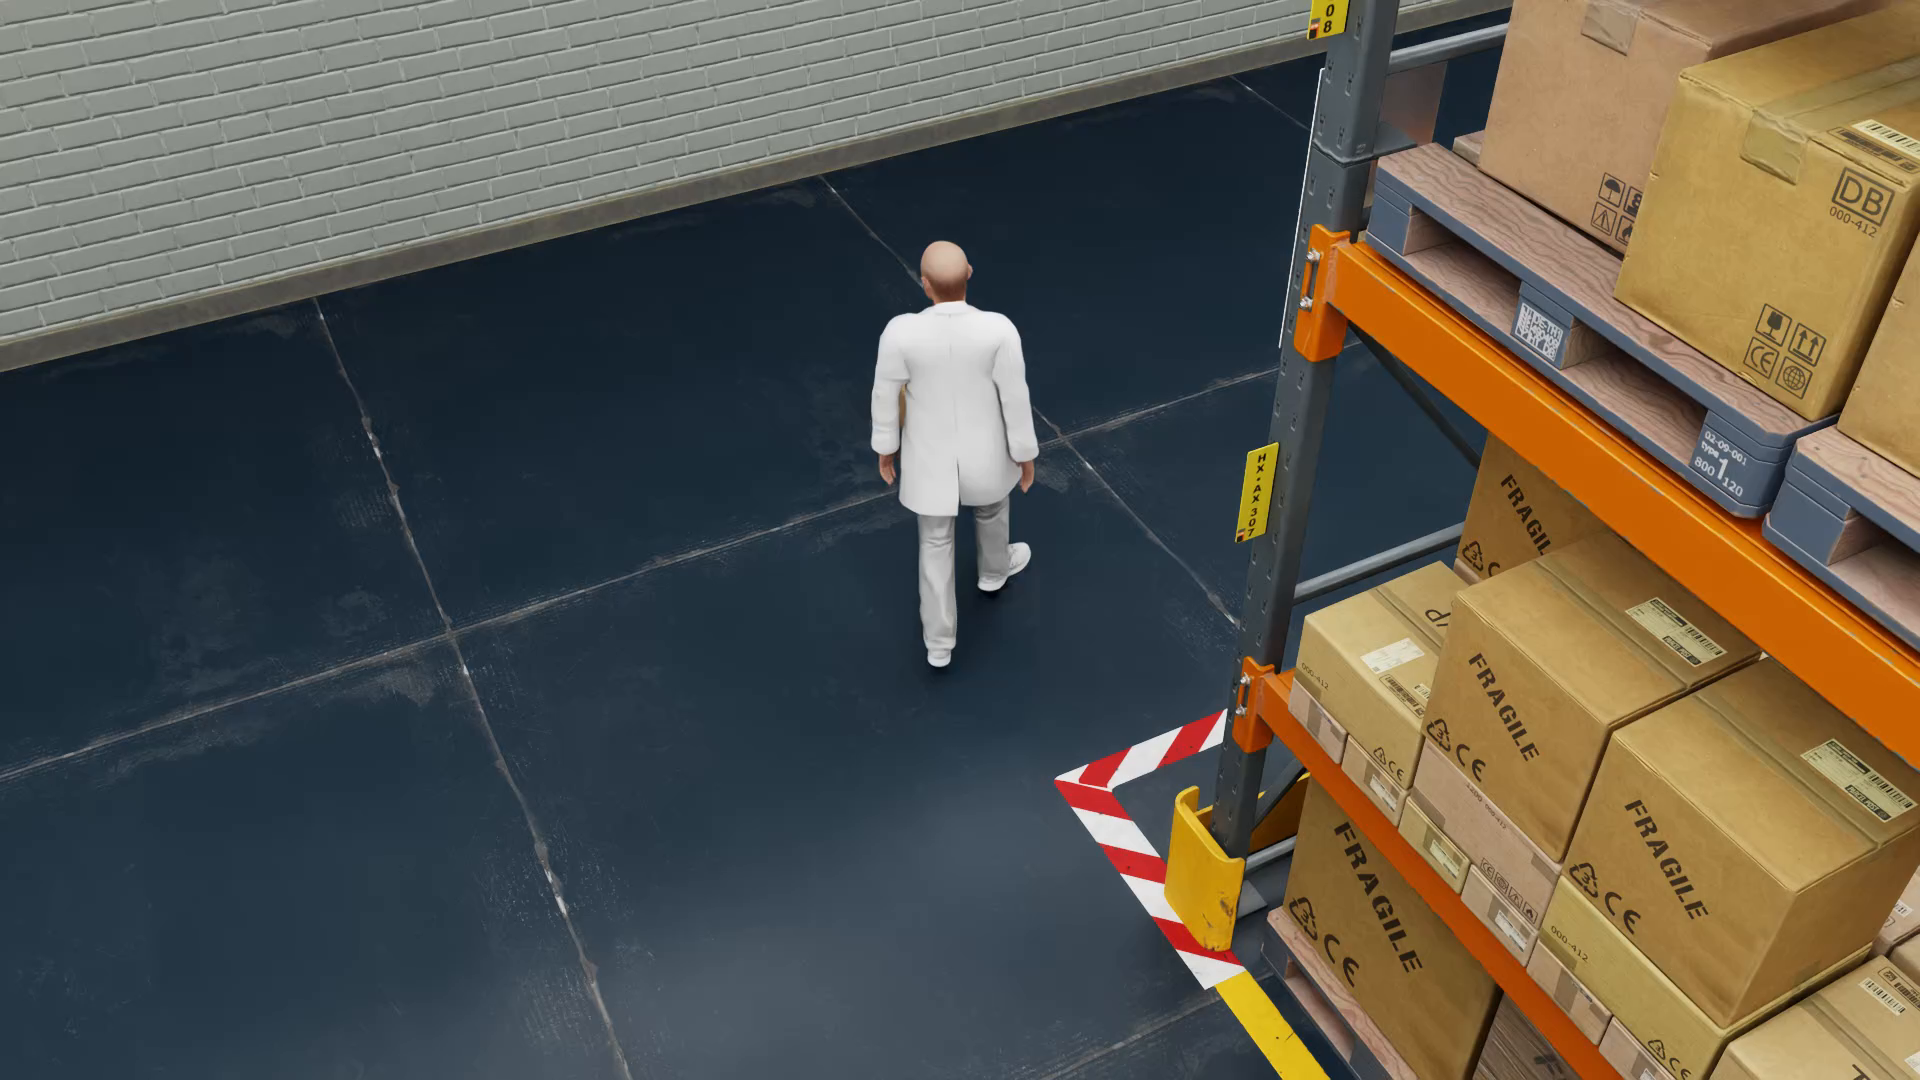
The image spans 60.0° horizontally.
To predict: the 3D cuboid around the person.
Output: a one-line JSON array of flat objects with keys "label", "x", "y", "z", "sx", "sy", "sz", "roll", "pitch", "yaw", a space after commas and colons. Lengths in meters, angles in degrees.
[{"label": "person", "x": -0.017, "y": -0.370, "z": 6.600, "sx": 0.670, "sy": 1.775, "sz": 0.803, "roll": 0, "pitch": 41, "yaw": 0}]
